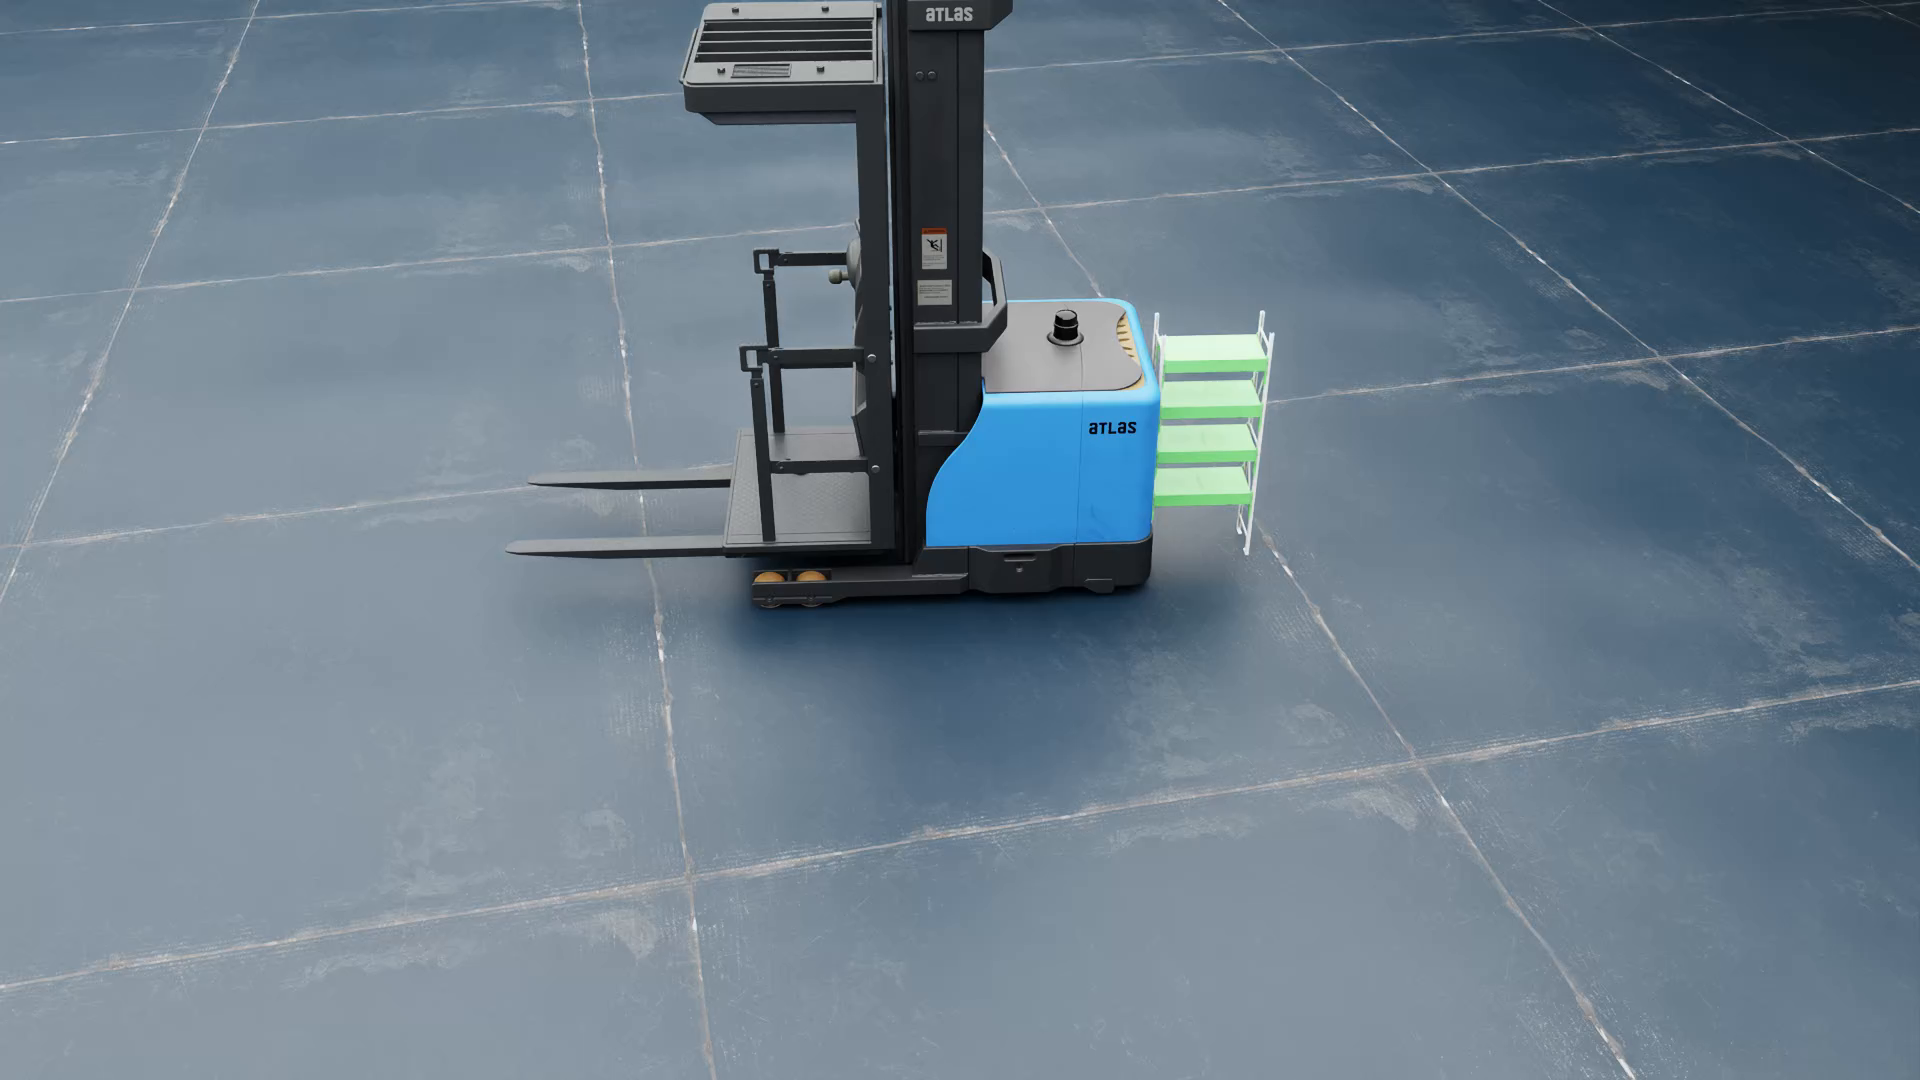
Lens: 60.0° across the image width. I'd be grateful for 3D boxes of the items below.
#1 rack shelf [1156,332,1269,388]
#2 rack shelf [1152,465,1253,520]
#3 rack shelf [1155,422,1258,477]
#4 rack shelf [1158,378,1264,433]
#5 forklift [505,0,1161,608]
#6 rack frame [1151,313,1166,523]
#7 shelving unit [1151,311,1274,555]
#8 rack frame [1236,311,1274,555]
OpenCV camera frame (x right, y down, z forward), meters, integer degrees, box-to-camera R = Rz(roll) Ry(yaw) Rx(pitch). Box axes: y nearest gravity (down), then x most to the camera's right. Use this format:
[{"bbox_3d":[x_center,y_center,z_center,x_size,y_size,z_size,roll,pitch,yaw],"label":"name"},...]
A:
[{"bbox_3d":[1.155,-0.830,7.664,0.480,0.148,0.258,-1,34,-2],"label":"rack shelf"},{"bbox_3d":[1.155,-0.232,8.065,0.480,0.148,0.258,-1,34,-2],"label":"rack shelf"},{"bbox_3d":[1.155,-0.432,7.931,0.480,0.148,0.258,-1,34,-2],"label":"rack shelf"},{"bbox_3d":[1.155,-0.631,7.797,0.480,0.148,0.258,-1,34,-2],"label":"rack shelf"},{"bbox_3d":[-0.630,-1.202,7.410,3.031,2.935,1.130,-1,34,-2],"label":"forklift"},{"bbox_3d":[0.911,-0.479,7.887,0.015,1.200,0.240,-1,34,-2],"label":"rack frame"},{"bbox_3d":[1.155,-0.485,7.895,0.503,1.200,0.258,-1,34,-2],"label":"shelving unit"},{"bbox_3d":[1.399,-0.491,7.904,0.015,1.200,0.240,-1,34,-2],"label":"rack frame"}]
